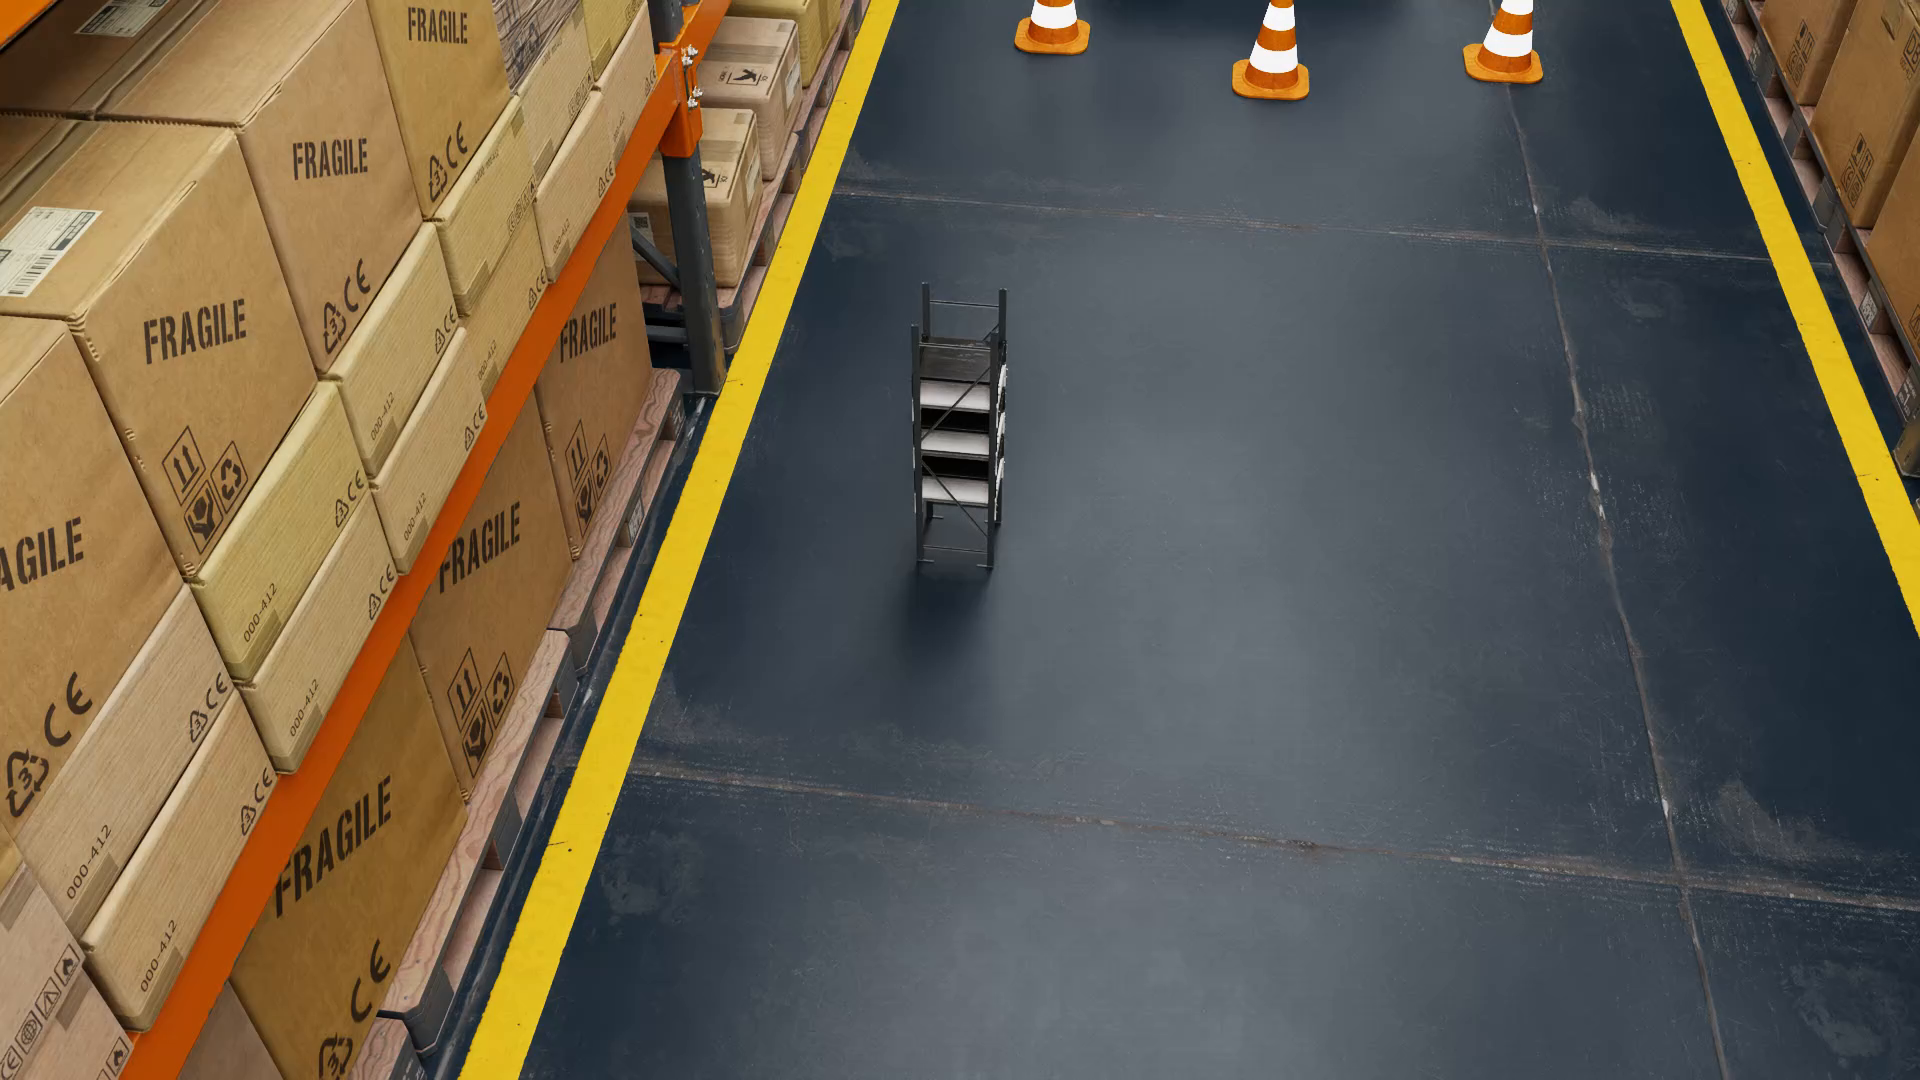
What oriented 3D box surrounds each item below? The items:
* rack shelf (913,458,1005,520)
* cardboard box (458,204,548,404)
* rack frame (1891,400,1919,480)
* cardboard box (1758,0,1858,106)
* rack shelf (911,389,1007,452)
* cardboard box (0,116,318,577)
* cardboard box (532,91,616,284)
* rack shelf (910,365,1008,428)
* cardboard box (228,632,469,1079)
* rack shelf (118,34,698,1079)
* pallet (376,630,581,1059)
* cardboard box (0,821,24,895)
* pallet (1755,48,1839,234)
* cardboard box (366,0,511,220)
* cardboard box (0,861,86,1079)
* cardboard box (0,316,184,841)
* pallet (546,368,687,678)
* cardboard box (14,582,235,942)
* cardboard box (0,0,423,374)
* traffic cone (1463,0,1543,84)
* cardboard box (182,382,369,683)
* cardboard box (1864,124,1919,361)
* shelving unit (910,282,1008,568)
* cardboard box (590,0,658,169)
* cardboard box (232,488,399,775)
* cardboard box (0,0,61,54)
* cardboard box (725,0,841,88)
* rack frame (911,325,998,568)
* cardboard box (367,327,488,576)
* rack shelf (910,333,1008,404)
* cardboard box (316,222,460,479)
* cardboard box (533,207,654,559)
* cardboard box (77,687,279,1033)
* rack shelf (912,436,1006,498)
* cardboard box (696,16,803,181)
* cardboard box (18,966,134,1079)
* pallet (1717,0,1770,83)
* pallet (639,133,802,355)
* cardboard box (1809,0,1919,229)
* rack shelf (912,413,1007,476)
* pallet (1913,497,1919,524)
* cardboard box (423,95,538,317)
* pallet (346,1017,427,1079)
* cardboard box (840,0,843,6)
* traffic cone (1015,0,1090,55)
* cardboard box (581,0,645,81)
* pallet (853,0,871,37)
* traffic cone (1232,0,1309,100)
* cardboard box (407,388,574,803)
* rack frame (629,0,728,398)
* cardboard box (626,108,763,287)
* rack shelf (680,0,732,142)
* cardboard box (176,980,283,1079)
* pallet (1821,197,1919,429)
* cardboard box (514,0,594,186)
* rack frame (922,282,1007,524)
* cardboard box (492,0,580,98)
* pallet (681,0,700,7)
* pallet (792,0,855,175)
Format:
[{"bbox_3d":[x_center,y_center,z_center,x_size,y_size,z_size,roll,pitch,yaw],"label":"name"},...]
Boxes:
[{"bbox_3d":[-0.001,-0.166,5.081,0.258,0.077,0.200,5,44,6],"label":"rack shelf"},{"bbox_3d":[-1.267,-0.556,3.764,0.500,0.250,0.500,5,44,5],"label":"cardboard box"},{"bbox_3d":[3.597,-1.289,4.429,1.000,3.000,0.127,5,44,6],"label":"rack frame"},{"bbox_3d":[4.001,-2.262,6.788,1.050,0.750,0.750,5,44,6],"label":"cardboard box"},{"bbox_3d":[-0.001,-0.362,4.896,0.258,0.077,0.200,5,44,6],"label":"rack shelf"},{"bbox_3d":[-1.400,-0.308,2.593,0.500,0.500,0.500,4,44,4],"label":"cardboard box"},{"bbox_3d":[-1.185,-0.897,4.125,0.500,0.250,0.500,6,44,6],"label":"cardboard box"},{"bbox_3d":[-0.001,-0.428,4.834,0.258,0.077,0.200,5,44,6],"label":"rack shelf"},{"bbox_3d":[-1.738,0.629,3.644,0.875,0.875,0.875,6,44,7],"label":"cardboard box"},{"bbox_3d":[-1.588,-0.046,3.640,1.077,0.370,4.000,5,44,6],"label":"rack shelf"},{"bbox_3d":[-1.666,0.702,4.355,1.003,0.211,1.213,5,44,6],"label":"pallet"},{"bbox_3d":[-1.509,0.383,1.864,0.500,0.500,0.500,6,44,6],"label":"cardboard box"},{"bbox_3d":[3.939,-1.636,6.824,1.003,0.211,1.213,5,44,6],"label":"pallet"},{"bbox_3d":[-1.264,-1.005,3.330,0.500,0.500,0.500,5,44,6],"label":"cardboard box"},{"bbox_3d":[-1.514,0.655,2.122,0.500,0.250,0.500,4,44,4],"label":"cardboard box"},{"bbox_3d":[-1.469,0.034,2.233,0.500,0.500,0.500,5,44,5],"label":"cardboard box"},{"bbox_3d":[-1.502,-0.127,5.230,1.003,0.211,1.213,5,44,6],"label":"pallet"},{"bbox_3d":[-1.473,0.297,2.500,0.500,0.250,0.500,6,44,6],"label":"cardboard box"},{"bbox_3d":[-1.338,-0.661,2.966,0.500,0.500,0.500,5,44,5],"label":"cardboard box"},{"bbox_3d":[2.452,-2.317,7.360,0.336,0.463,0.334,5,44,6],"label":"traffic cone"},{"bbox_3d":[-1.380,-0.044,2.861,0.500,0.250,0.500,6,44,6],"label":"cardboard box"},{"bbox_3d":[3.766,-1.031,5.488,1.050,0.750,0.750,5,44,5],"label":"cardboard box"},{"bbox_3d":[-0.001,-0.321,4.935,0.258,0.900,0.210,5,44,6],"label":"shelving unit"},{"bbox_3d":[-1.133,-1.247,4.494,0.500,0.250,0.500,4,44,4],"label":"cardboard box"},{"bbox_3d":[-1.382,0.134,3.036,0.500,0.250,0.500,5,44,5],"label":"cardboard box"},{"bbox_3d":[-1.841,-0.722,3.030,0.500,0.500,0.500,6,44,6],"label":"cardboard box"},{"bbox_3d":[-1.043,-2.272,7.074,0.950,0.372,0.625,7,44,7],"label":"cardboard box"},{"bbox_3d":[-0.015,-0.252,4.862,0.240,0.900,0.006,5,44,6],"label":"rack frame"},{"bbox_3d":[-1.306,-0.206,3.395,0.500,0.250,0.500,5,44,5],"label":"cardboard box"},{"bbox_3d":[-0.001,-0.493,4.772,0.258,0.077,0.200,5,44,6],"label":"rack shelf"},{"bbox_3d":[-1.315,-0.389,3.225,0.500,0.250,0.500,4,44,4],"label":"cardboard box"},{"bbox_3d":[-1.497,-0.588,4.929,0.875,0.875,0.875,5,44,5],"label":"cardboard box"},{"bbox_3d":[-1.465,0.482,2.668,0.500,0.250,0.500,4,44,4],"label":"cardboard box"},{"bbox_3d":[-0.001,-0.232,5.020,0.258,0.077,0.200,5,44,6],"label":"rack shelf"},{"bbox_3d":[-1.149,-1.756,6.529,0.950,0.372,0.625,4,44,5],"label":"cardboard box"},{"bbox_3d":[-1.532,0.835,2.296,0.500,0.250,0.500,4,44,5],"label":"cardboard box"},{"bbox_3d":[4.098,-2.469,7.705,1.003,0.211,1.213,5,44,6],"label":"pallet"},{"bbox_3d":[-1.218,-1.190,6.353,1.003,0.211,1.213,5,44,6],"label":"pallet"},{"bbox_3d":[3.879,-1.627,6.118,1.050,0.750,0.750,6,44,6],"label":"cardboard box"},{"bbox_3d":[-0.001,-0.297,4.958,0.258,0.077,0.200,5,44,6],"label":"rack shelf"},{"bbox_3d":[3.492,0.256,4.826,1.003,0.211,1.213,5,44,6],"label":"pallet"},{"bbox_3d":[-1.247,-0.743,3.599,0.500,0.250,0.500,4,44,4],"label":"cardboard box"},{"bbox_3d":[-1.825,1.536,3.474,1.003,0.211,1.213,5,44,6],"label":"pallet"},{"bbox_3d":[-0.953,-2.746,7.574,0.950,0.372,0.625,8,44,8],"label":"cardboard box"},{"bbox_3d":[0.429,-2.502,7.556,0.336,0.463,0.334,5,44,6],"label":"traffic cone"},{"bbox_3d":[-1.135,-1.444,4.338,0.500,0.250,0.500,5,44,5],"label":"cardboard box"},{"bbox_3d":[-0.896,-2.853,8.109,1.003,0.211,1.213,5,44,6],"label":"pallet"},{"bbox_3d":[1.382,-2.214,7.251,0.336,0.463,0.334,5,44,6],"label":"traffic cone"},{"bbox_3d":[-1.619,0.020,4.287,0.875,0.875,0.875,6,44,6],"label":"cardboard box"},{"bbox_3d":[-1.323,-1.670,4.832,1.000,3.000,0.127,5,44,6],"label":"rack frame"},{"bbox_3d":[-1.239,-1.252,5.997,0.950,0.372,0.625,3,43,3],"label":"cardboard box"},{"bbox_3d":[-1.059,-2.772,6.519,1.077,0.370,4.000,5,44,6],"label":"rack shelf"},{"bbox_3d":[-1.849,1.246,2.993,0.875,0.875,0.875,6,44,7],"label":"cardboard box"},{"bbox_3d":[3.776,-0.807,5.948,1.003,0.211,1.213,5,44,6],"label":"pallet"},{"bbox_3d":[-1.199,-1.094,3.969,0.500,0.250,0.500,4,44,4],"label":"cardboard box"},{"bbox_3d":[0.012,-0.391,5.008,0.240,0.900,0.006,5,44,6],"label":"rack frame"},{"bbox_3d":[-1.192,-1.343,3.686,0.500,0.500,0.500,6,44,6],"label":"cardboard box"},{"bbox_3d":[-1.335,-2.095,5.421,1.213,0.211,1.003,5,44,6],"label":"pallet"},{"bbox_3d":[-1.055,-2.019,7.228,1.003,0.211,1.213,5,44,6],"label":"pallet"}]
